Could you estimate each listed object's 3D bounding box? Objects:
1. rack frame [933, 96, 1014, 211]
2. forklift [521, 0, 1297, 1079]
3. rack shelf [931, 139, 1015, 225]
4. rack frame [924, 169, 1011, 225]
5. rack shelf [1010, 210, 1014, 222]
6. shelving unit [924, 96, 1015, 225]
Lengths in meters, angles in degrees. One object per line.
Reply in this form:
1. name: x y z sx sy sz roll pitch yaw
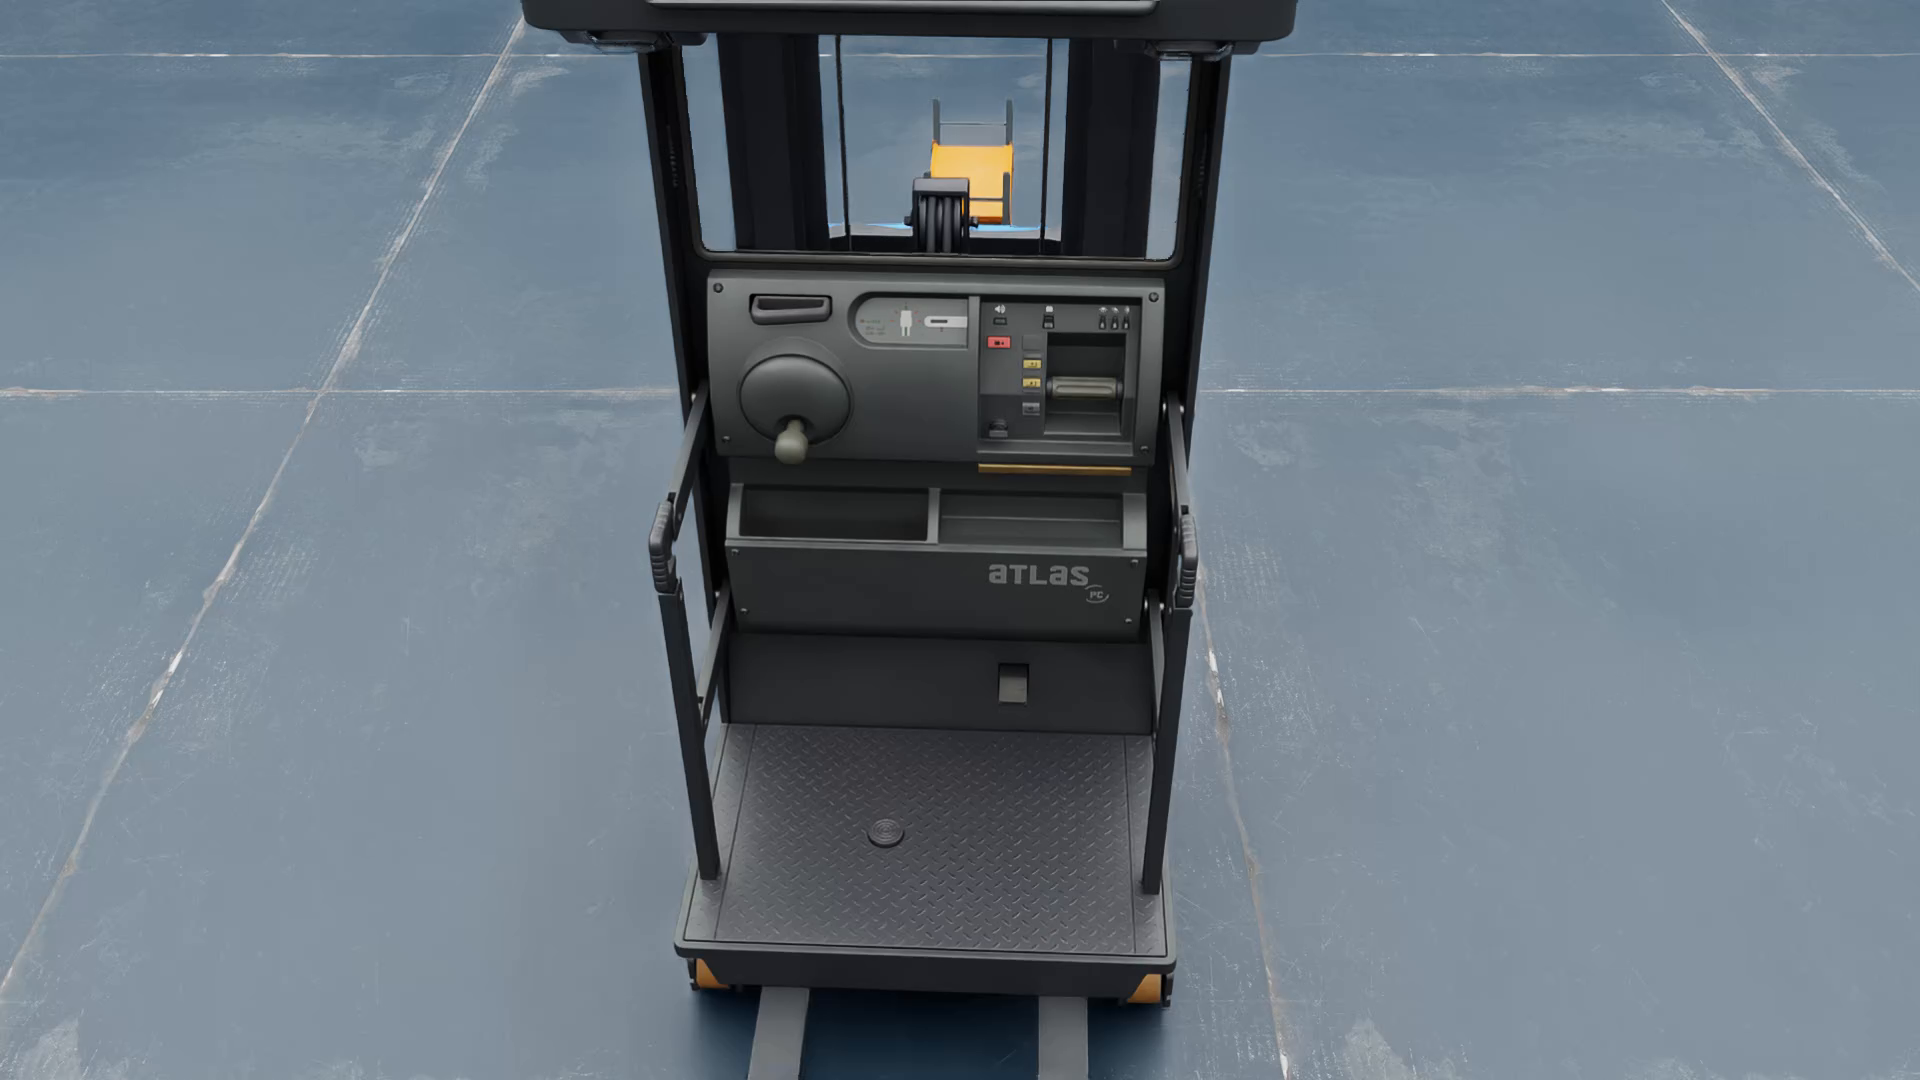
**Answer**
1. rack frame: 0.040 -0.859 5.363 0.240 1.200 0.015 1 39 2
2. forklift: -0.059 -0.271 3.244 1.130 2.935 3.031 1 39 2
3. rack shelf: 0.030 -1.014 4.927 0.258 0.148 0.480 1 39 2
4. rack frame: 0.020 -0.555 4.982 0.240 1.200 0.015 1 39 2
5. rack shelf: 0.030 -0.829 5.075 0.258 0.148 0.480 1 39 2
6. shelving unit: 0.030 -0.707 5.173 0.258 1.200 0.503 1 39 2
